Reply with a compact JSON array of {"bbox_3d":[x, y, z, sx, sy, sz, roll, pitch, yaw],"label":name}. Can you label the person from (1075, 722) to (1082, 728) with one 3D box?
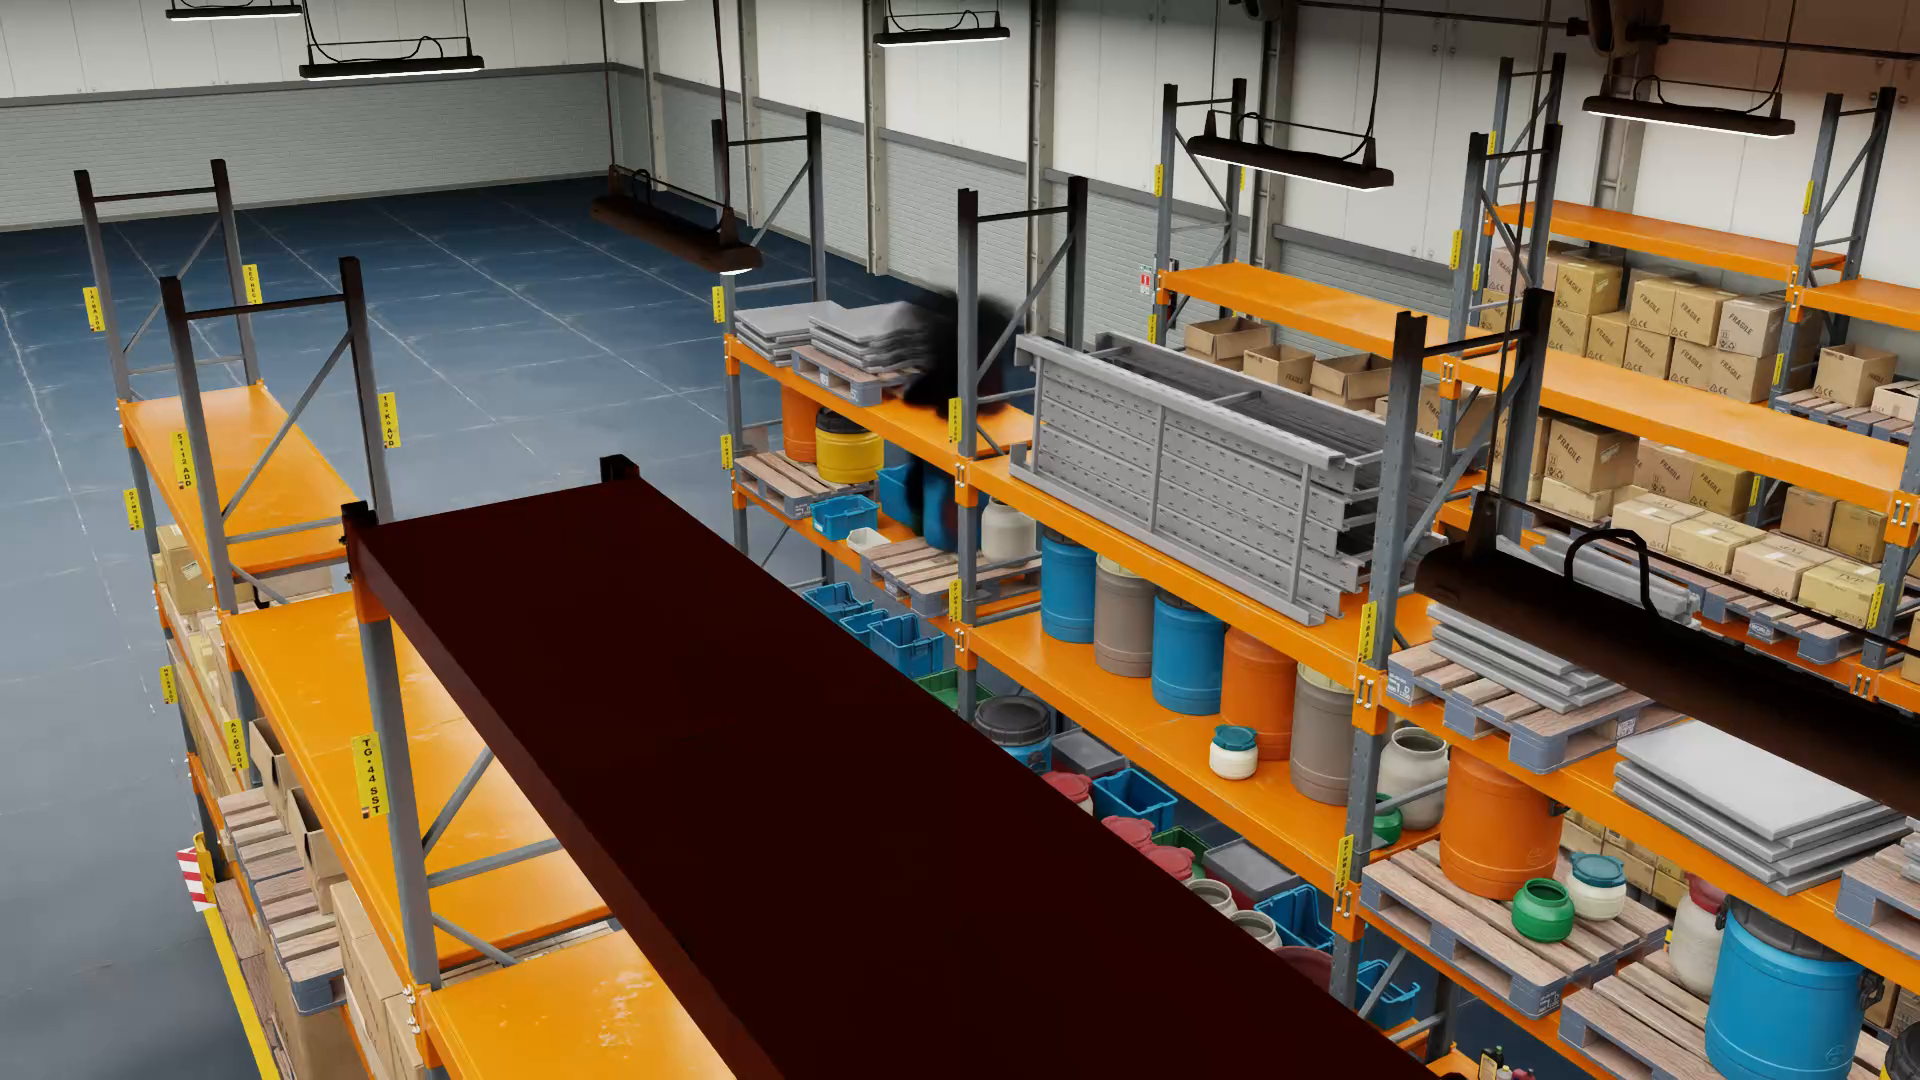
[{"bbox_3d":[1.319,1.292,15.939,0.510,1.690,0.792,-17,27,-36],"label":"person"}]
